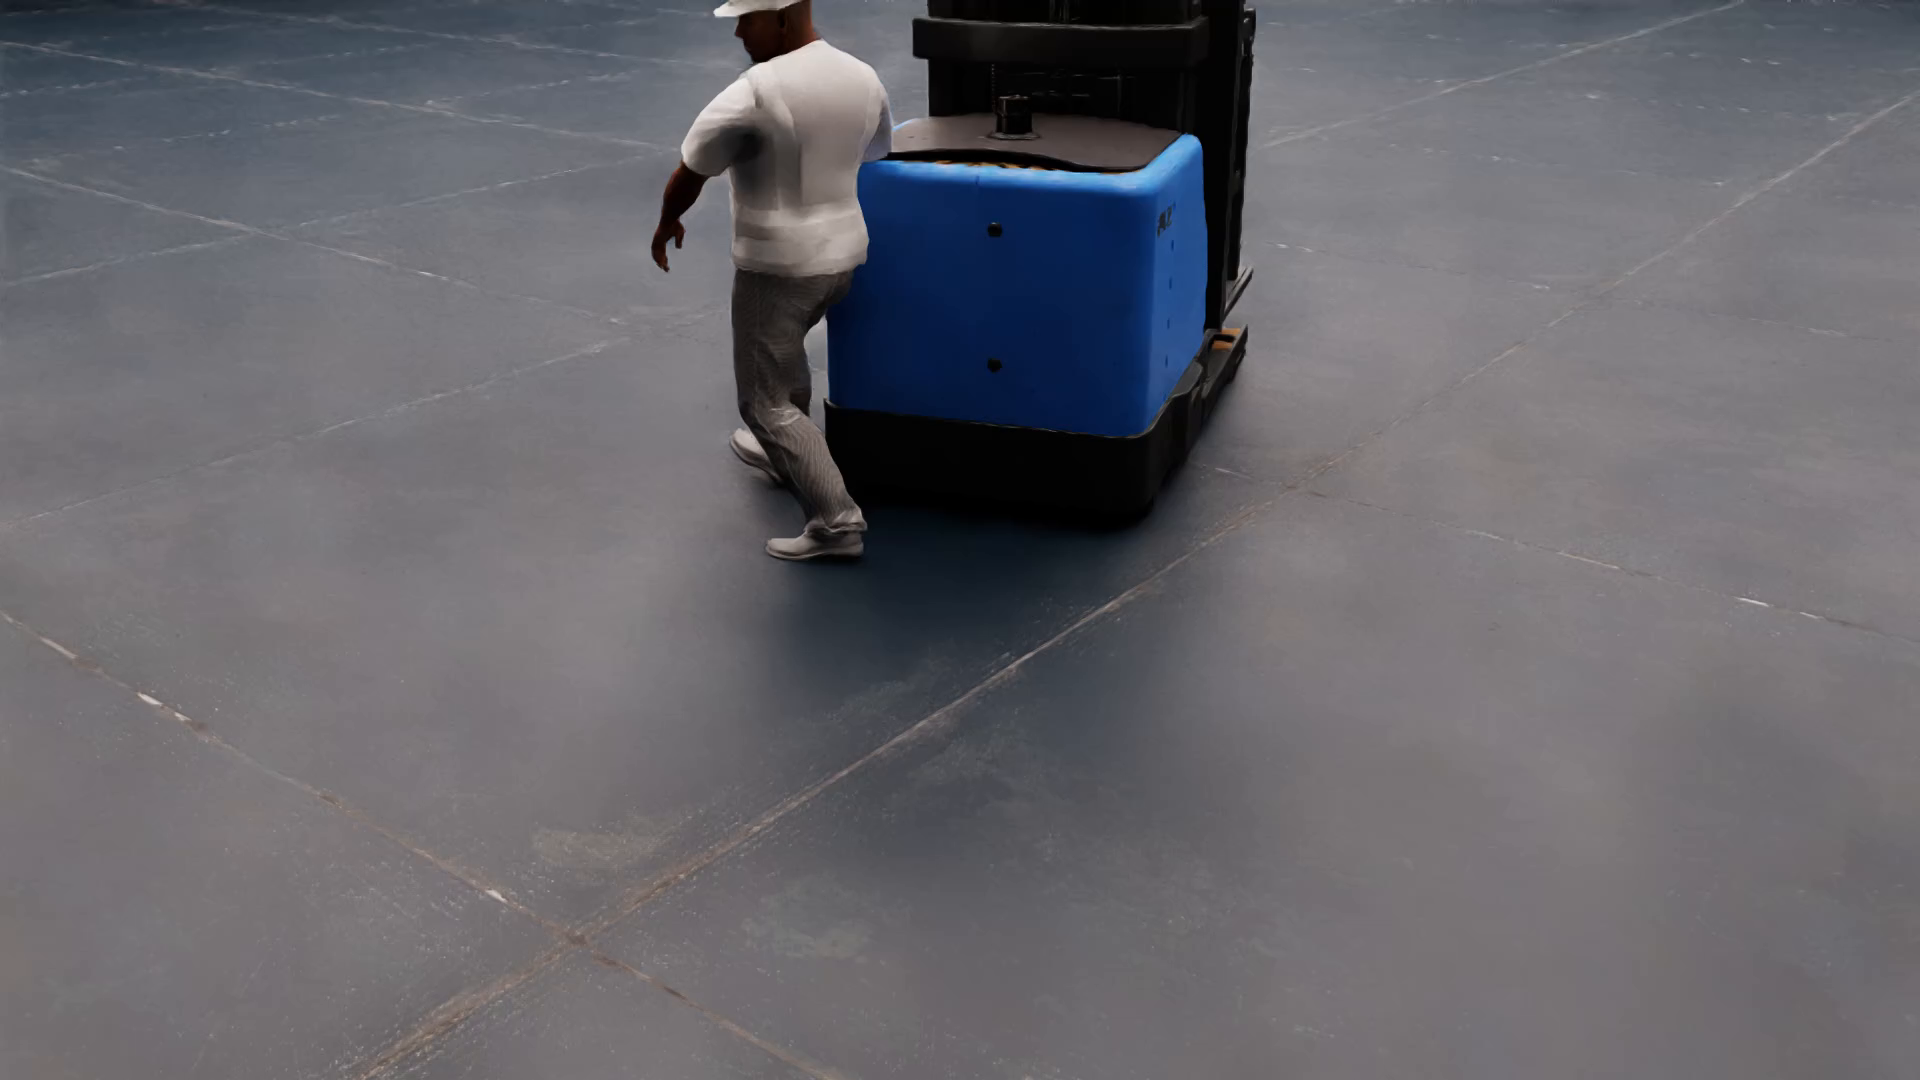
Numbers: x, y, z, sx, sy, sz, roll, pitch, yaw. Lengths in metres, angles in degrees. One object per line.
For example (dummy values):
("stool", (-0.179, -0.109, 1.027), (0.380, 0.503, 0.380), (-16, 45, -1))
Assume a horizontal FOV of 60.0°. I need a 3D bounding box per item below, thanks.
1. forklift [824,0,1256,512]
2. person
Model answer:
("forklift", (0.505, -1.987, 5.913), (1.130, 2.935, 3.031), (7, 24, 16))
("person", (-0.508, -0.858, 4.919), (0.833, 1.704, 0.728), (16, 28, 32))
